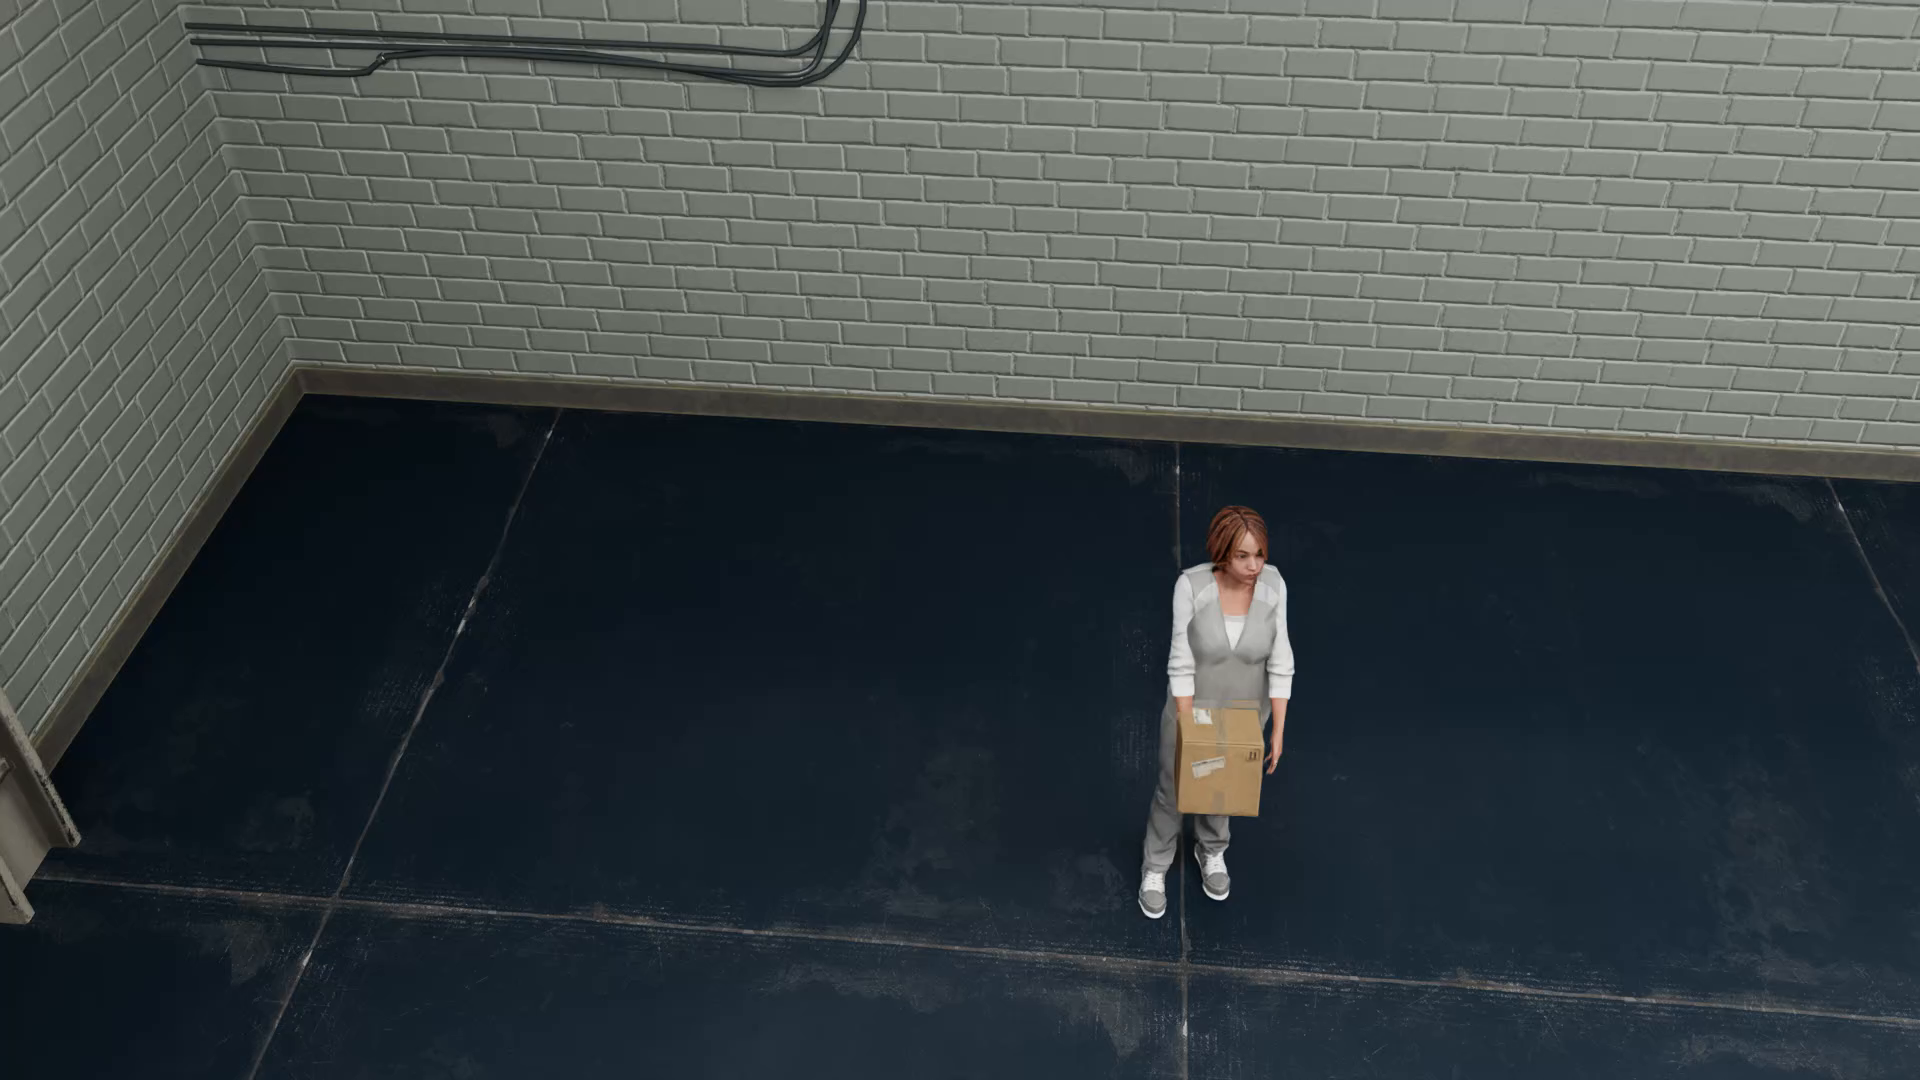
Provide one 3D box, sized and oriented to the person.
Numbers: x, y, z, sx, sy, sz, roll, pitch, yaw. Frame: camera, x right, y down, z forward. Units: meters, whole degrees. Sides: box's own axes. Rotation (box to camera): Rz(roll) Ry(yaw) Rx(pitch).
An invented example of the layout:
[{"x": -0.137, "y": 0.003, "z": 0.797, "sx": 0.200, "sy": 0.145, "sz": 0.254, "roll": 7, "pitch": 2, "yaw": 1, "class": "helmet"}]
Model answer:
[{"x": 0.845, "y": 0.606, "z": 5.455, "sx": 0.457, "sy": 1.599, "sz": 0.458, "roll": -5, "pitch": 41, "yaw": -6, "class": "person"}]
